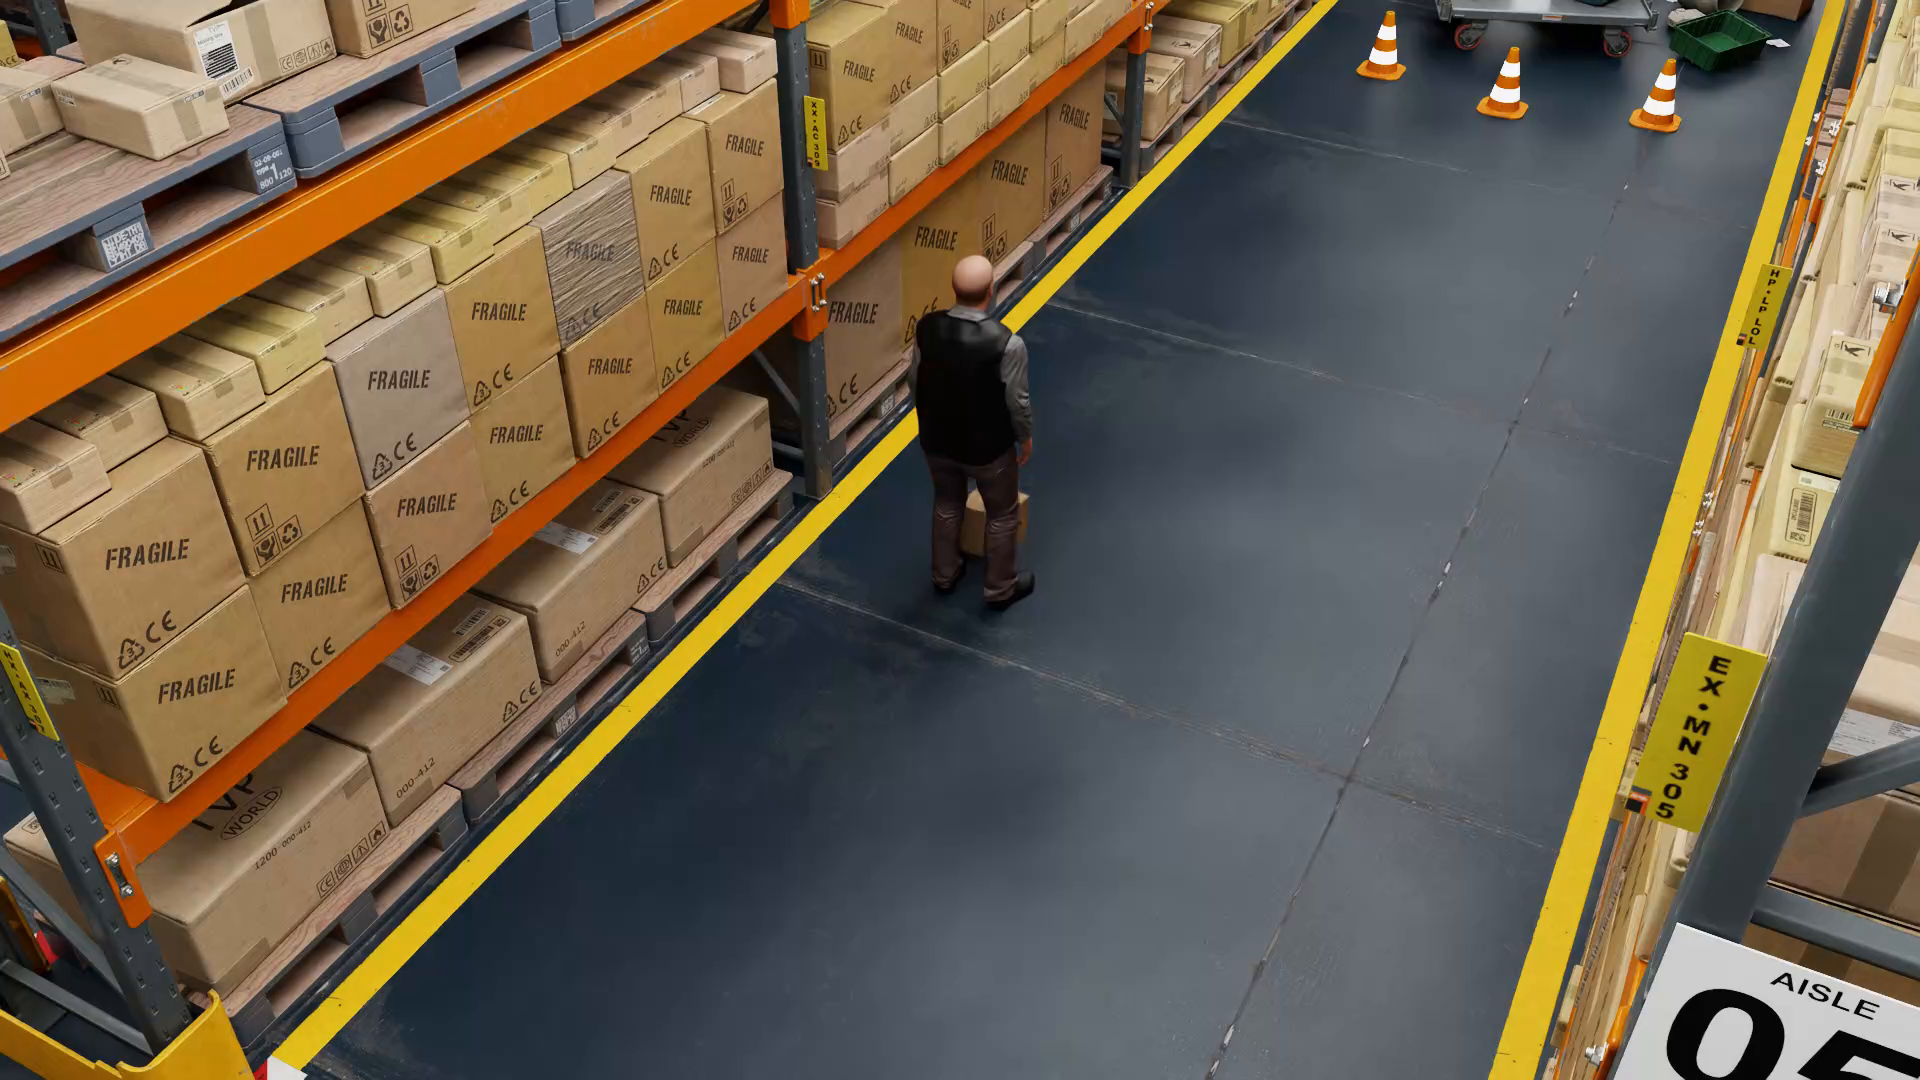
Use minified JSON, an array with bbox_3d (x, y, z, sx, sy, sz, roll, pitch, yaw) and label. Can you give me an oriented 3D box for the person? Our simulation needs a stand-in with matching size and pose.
[{"bbox_3d":[0.052,-0.456,7.359,0.569,1.722,0.377,16,41,20],"label":"person"}]
